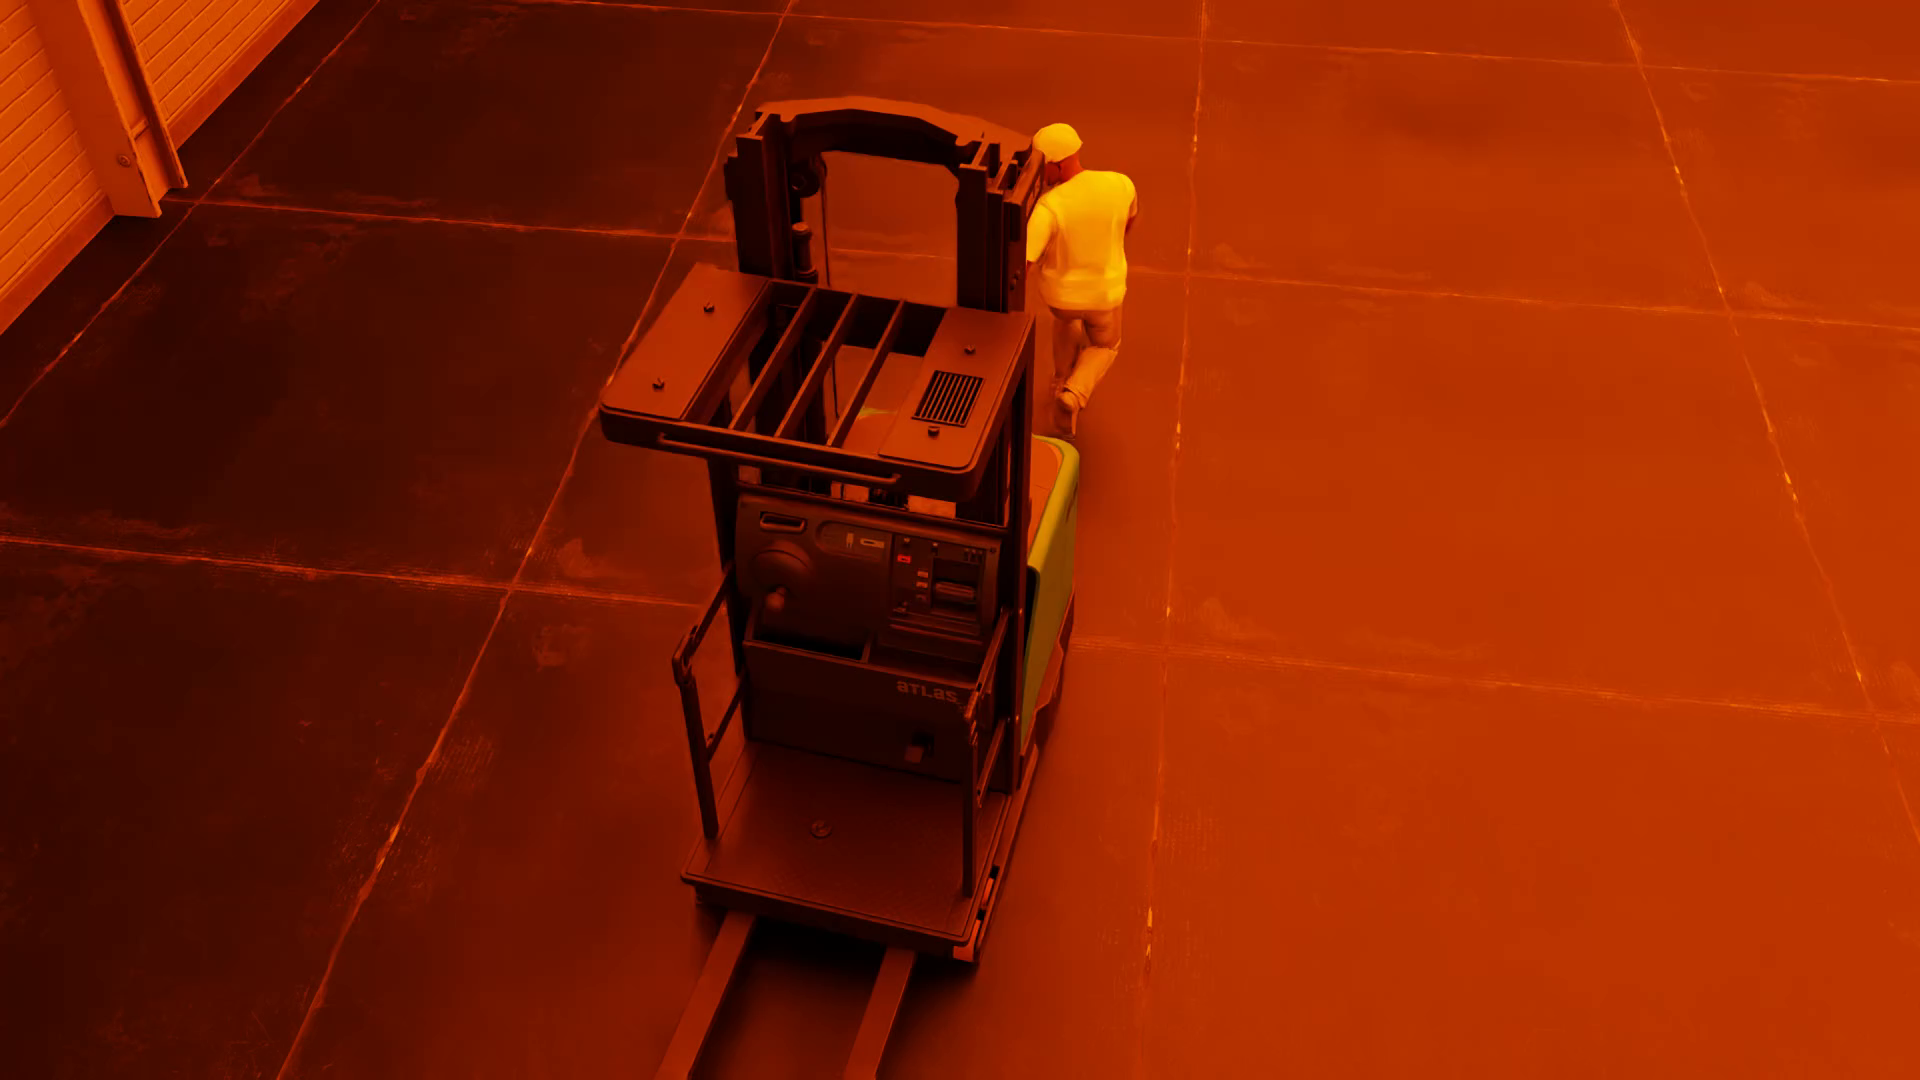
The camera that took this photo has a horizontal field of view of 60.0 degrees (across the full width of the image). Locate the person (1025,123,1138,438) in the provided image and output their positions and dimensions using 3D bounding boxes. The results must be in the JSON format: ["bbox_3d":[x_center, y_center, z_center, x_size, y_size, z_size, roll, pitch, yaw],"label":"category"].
[{"bbox_3d":[0.515,-1.276,8.166,0.691,1.538,0.814,1,43,1],"label":"person"}]

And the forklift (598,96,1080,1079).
[{"bbox_3d":[-0.376,0.189,5.519,1.130,2.935,3.031,10,44,11],"label":"forklift"}]
